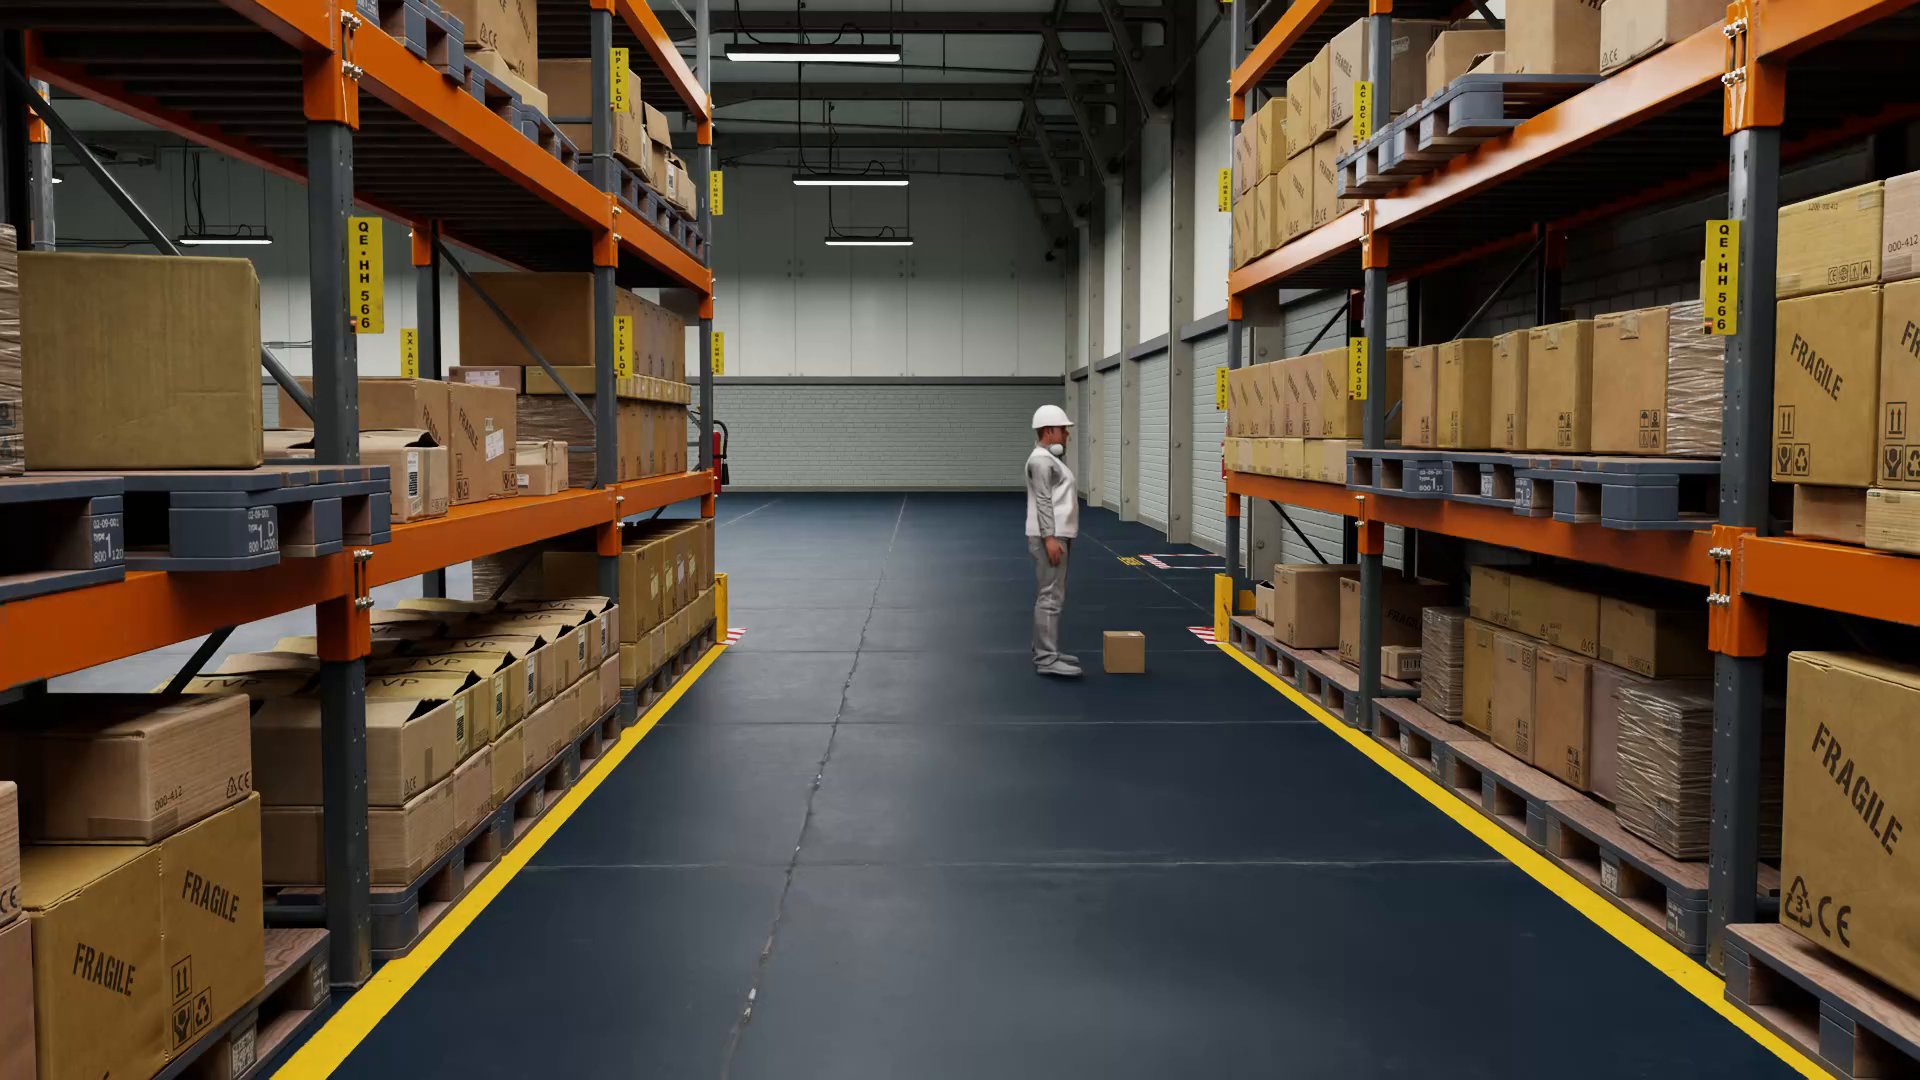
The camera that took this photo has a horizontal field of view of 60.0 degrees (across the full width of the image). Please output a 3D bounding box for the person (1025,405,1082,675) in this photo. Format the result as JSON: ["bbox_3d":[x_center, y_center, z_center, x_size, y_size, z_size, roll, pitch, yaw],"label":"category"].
[{"bbox_3d":[0.636,-0.010,11.113,0.394,1.778,0.589,0,4,7],"label":"person"}]
